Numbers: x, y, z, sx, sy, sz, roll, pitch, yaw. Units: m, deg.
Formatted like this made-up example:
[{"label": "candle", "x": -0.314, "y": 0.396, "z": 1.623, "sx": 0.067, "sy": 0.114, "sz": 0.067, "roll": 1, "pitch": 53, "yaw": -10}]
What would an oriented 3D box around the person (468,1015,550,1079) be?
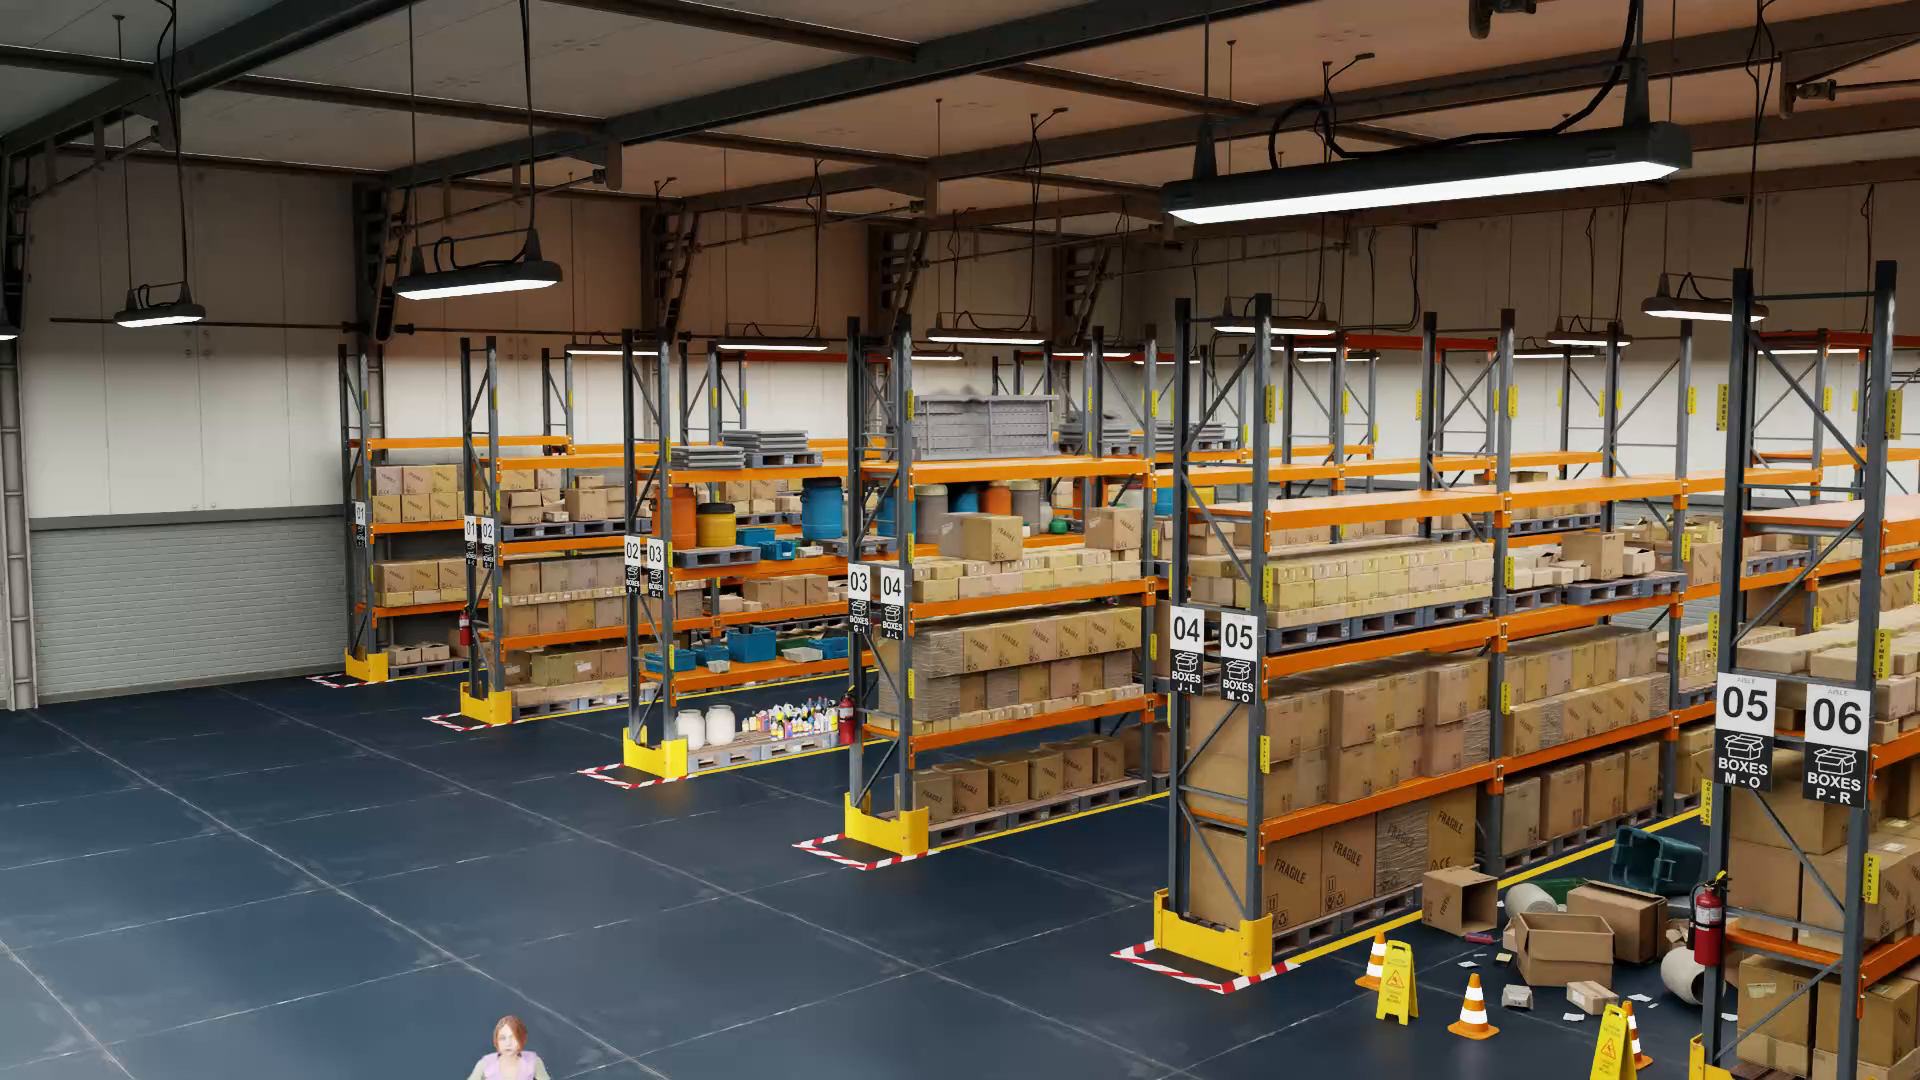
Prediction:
[{"label": "person", "x": -2.628, "y": 3.526, "z": 9.700, "sx": 0.549, "sy": 1.547, "sz": 0.556, "roll": -1, "pitch": 5, "yaw": -16}]
